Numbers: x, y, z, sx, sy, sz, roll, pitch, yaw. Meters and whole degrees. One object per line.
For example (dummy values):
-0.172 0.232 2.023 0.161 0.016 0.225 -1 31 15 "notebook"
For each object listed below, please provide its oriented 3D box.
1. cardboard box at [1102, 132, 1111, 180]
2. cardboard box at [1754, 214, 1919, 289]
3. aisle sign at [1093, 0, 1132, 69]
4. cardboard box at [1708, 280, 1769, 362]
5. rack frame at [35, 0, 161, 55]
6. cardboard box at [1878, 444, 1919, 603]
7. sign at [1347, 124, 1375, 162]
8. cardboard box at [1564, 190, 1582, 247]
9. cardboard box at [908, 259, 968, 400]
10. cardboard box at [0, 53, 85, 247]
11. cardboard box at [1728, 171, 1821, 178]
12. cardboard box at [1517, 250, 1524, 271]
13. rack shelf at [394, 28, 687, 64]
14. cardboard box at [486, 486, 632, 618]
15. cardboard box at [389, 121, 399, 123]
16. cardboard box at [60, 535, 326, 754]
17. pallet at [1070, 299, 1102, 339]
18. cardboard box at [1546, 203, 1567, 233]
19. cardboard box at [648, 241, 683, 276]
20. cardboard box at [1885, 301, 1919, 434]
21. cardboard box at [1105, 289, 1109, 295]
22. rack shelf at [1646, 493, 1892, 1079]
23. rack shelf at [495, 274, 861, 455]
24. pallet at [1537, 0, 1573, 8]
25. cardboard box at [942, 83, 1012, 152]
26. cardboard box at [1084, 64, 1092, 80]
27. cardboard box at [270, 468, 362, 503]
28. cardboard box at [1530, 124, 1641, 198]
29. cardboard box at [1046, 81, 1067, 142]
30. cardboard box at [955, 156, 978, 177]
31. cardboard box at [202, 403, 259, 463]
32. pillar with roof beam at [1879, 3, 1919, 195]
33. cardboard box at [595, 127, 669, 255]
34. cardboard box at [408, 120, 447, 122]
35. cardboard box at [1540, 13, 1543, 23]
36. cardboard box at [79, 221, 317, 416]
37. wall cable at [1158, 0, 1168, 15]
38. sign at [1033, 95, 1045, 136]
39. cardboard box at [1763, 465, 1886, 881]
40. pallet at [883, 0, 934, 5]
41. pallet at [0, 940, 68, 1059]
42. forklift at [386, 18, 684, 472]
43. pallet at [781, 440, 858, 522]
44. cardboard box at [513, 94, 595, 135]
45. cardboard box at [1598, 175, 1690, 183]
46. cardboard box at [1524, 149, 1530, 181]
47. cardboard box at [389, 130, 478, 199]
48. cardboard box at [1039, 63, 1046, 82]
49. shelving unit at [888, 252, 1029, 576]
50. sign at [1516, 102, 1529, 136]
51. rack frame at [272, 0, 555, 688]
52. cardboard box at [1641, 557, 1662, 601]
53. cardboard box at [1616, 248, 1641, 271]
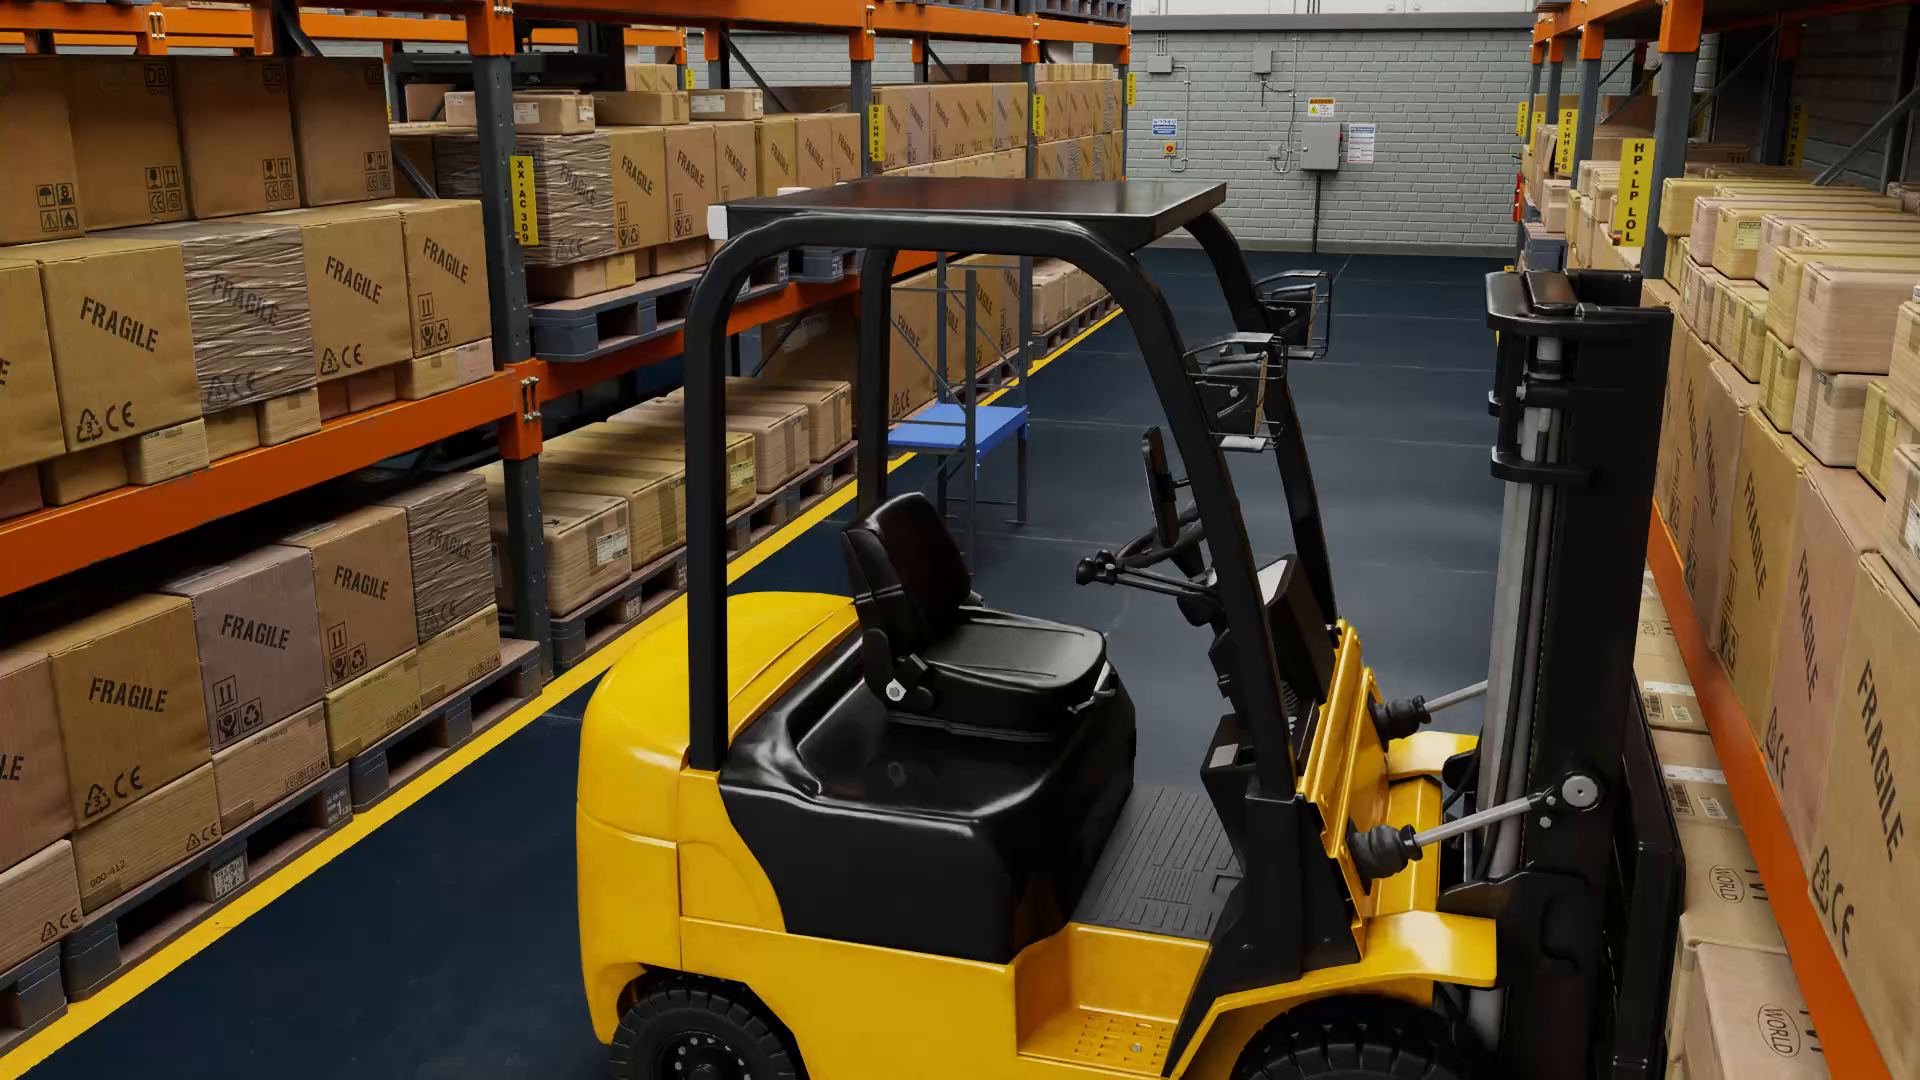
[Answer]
1.212 -3.805 16.564 0.500 0.500 0.500 4 16 15 "cardboard box"
1.937 -0.610 3.566 0.380 0.149 0.250 5 16 16 "cardboard box"
1.570 -5.279 17.181 0.394 0.787 0.004 5 16 16 "aisle sign"
1.868 -0.475 3.634 0.380 0.149 0.250 4 16 14 "cardboard box"
-5.796 -2.298 11.435 1.000 3.000 0.127 5 16 16 "rack frame"
1.340 -0.006 1.980 0.380 0.149 0.250 5 17 17 "cardboard box"
5.338 -5.280 22.121 0.329 0.494 0.001 5 16 16 "sign"
3.355 -1.630 8.438 0.500 0.250 0.500 5 16 16 "cardboard box"
-0.487 -1.528 11.843 0.875 0.875 0.875 5 17 17 "cardboard box"
-2.886 -1.064 4.521 0.700 0.500 0.500 5 16 16 "cardboard box"
3.739 -1.606 7.624 0.380 0.149 0.250 4 16 15 "cardboard box"
5.748 -2.498 15.945 0.797 0.503 0.637 4 16 14 "cardboard box"
-4.090 -4.965 16.658 1.077 0.370 4.000 5 16 16 "rack shelf"
-2.011 0.031 7.271 0.950 0.372 0.625 5 17 17 "cardboard box"
-5.212 -3.645 14.782 0.380 0.149 0.250 6 17 19 "cardboard box"
-2.355 0.308 5.141 0.500 0.500 0.500 6 17 19 "cardboard box"
0.752 -2.159 16.054 1.003 0.211 1.213 5 16 16 "pallet"
3.558 -1.840 9.509 0.380 0.149 0.250 5 17 17 "cardboard box"
-1.498 -1.304 7.622 0.380 0.149 0.250 5 17 17 "cardboard box"
1.454 -0.215 2.172 0.380 0.149 0.250 5 17 17 "cardboard box"
1.161 -2.823 17.210 0.875 0.438 0.875 4 16 14 "cardboard box"
2.034 0.359 3.385 1.077 0.370 4.000 5 16 16 "rack shelf"
-1.589 -1.071 8.428 1.077 0.370 4.000 5 16 16 "rack shelf"
4.332 -3.519 10.587 1.213 0.211 1.003 5 16 16 "pallet"
0.090 -3.244 12.754 0.500 0.500 0.500 5 17 17 "cardboard box"
1.033 -4.427 15.737 0.380 0.149 0.250 5 17 17 "cardboard box"
-2.584 -0.001 6.230 0.500 0.500 0.500 5 17 19 "cardboard box"
4.524 -2.744 12.055 0.700 0.500 0.500 5 17 17 "cardboard box"
0.633 -3.754 14.551 0.500 0.500 0.500 4 16 15 "cardboard box"
-0.182 -2.619 11.924 0.500 0.250 0.500 5 17 17 "cardboard box"
-2.344 -0.335 4.974 0.380 0.149 0.250 4 16 15 "cardboard box"
0.105 -4.366 7.730 9.100 9.000 0.400 5 16 16 "pillar with roof beam"
-1.608 -1.519 7.190 0.500 0.500 0.500 5 16 16 "cardboard box"
-4.792 -3.684 15.593 0.500 0.500 0.500 5 16 16 "cardboard box"
5.324 -4.644 14.668 0.380 0.149 0.250 5 16 16 "cardboard box"
-2.328 -0.679 4.997 0.500 0.500 0.500 5 17 17 "cardboard box"
2.599 -8.430 22.059 0.463 3.000 0.029 5 16 16 "wall cable"
0.639 -3.467 13.578 0.100 0.325 0.005 5 16 16 "sign"
1.510 0.204 2.430 0.500 0.500 0.500 5 17 18 "cardboard box"
-0.889 -3.466 10.400 1.213 0.211 1.003 5 17 18 "pallet"
-3.008 1.264 3.986 1.003 0.211 1.213 5 16 16 "pallet"
-2.769 -1.986 10.459 1.130 2.935 3.031 5 17 17 "forklift"
-1.244 -0.395 9.835 1.003 0.211 1.213 5 16 16 "pallet"
-1.685 -1.695 6.622 0.380 0.149 0.250 5 16 16 "cardboard box"
3.010 -1.518 7.312 0.380 0.149 0.250 5 17 17 "cardboard box"
5.341 -3.358 14.902 0.500 0.250 0.500 4 16 15 "cardboard box"
-2.246 -1.426 6.862 0.500 0.500 0.500 4 16 15 "cardboard box"
0.512 -3.959 14.087 0.380 0.149 0.250 5 17 17 "cardboard box"
-0.024 -0.699 8.546 0.538 1.500 1.048 5 16 16 "shelving unit"
5.492 -4.108 16.230 0.100 0.325 0.005 5 16 16 "sign"
-2.158 -0.894 6.485 1.000 3.000 0.127 5 16 16 "rack frame"
2.164 0.232 4.953 0.500 0.250 0.500 4 16 15 "cardboard box"
2.497 -0.827 5.607 0.500 0.250 0.500 4 16 15 "cardboard box"
